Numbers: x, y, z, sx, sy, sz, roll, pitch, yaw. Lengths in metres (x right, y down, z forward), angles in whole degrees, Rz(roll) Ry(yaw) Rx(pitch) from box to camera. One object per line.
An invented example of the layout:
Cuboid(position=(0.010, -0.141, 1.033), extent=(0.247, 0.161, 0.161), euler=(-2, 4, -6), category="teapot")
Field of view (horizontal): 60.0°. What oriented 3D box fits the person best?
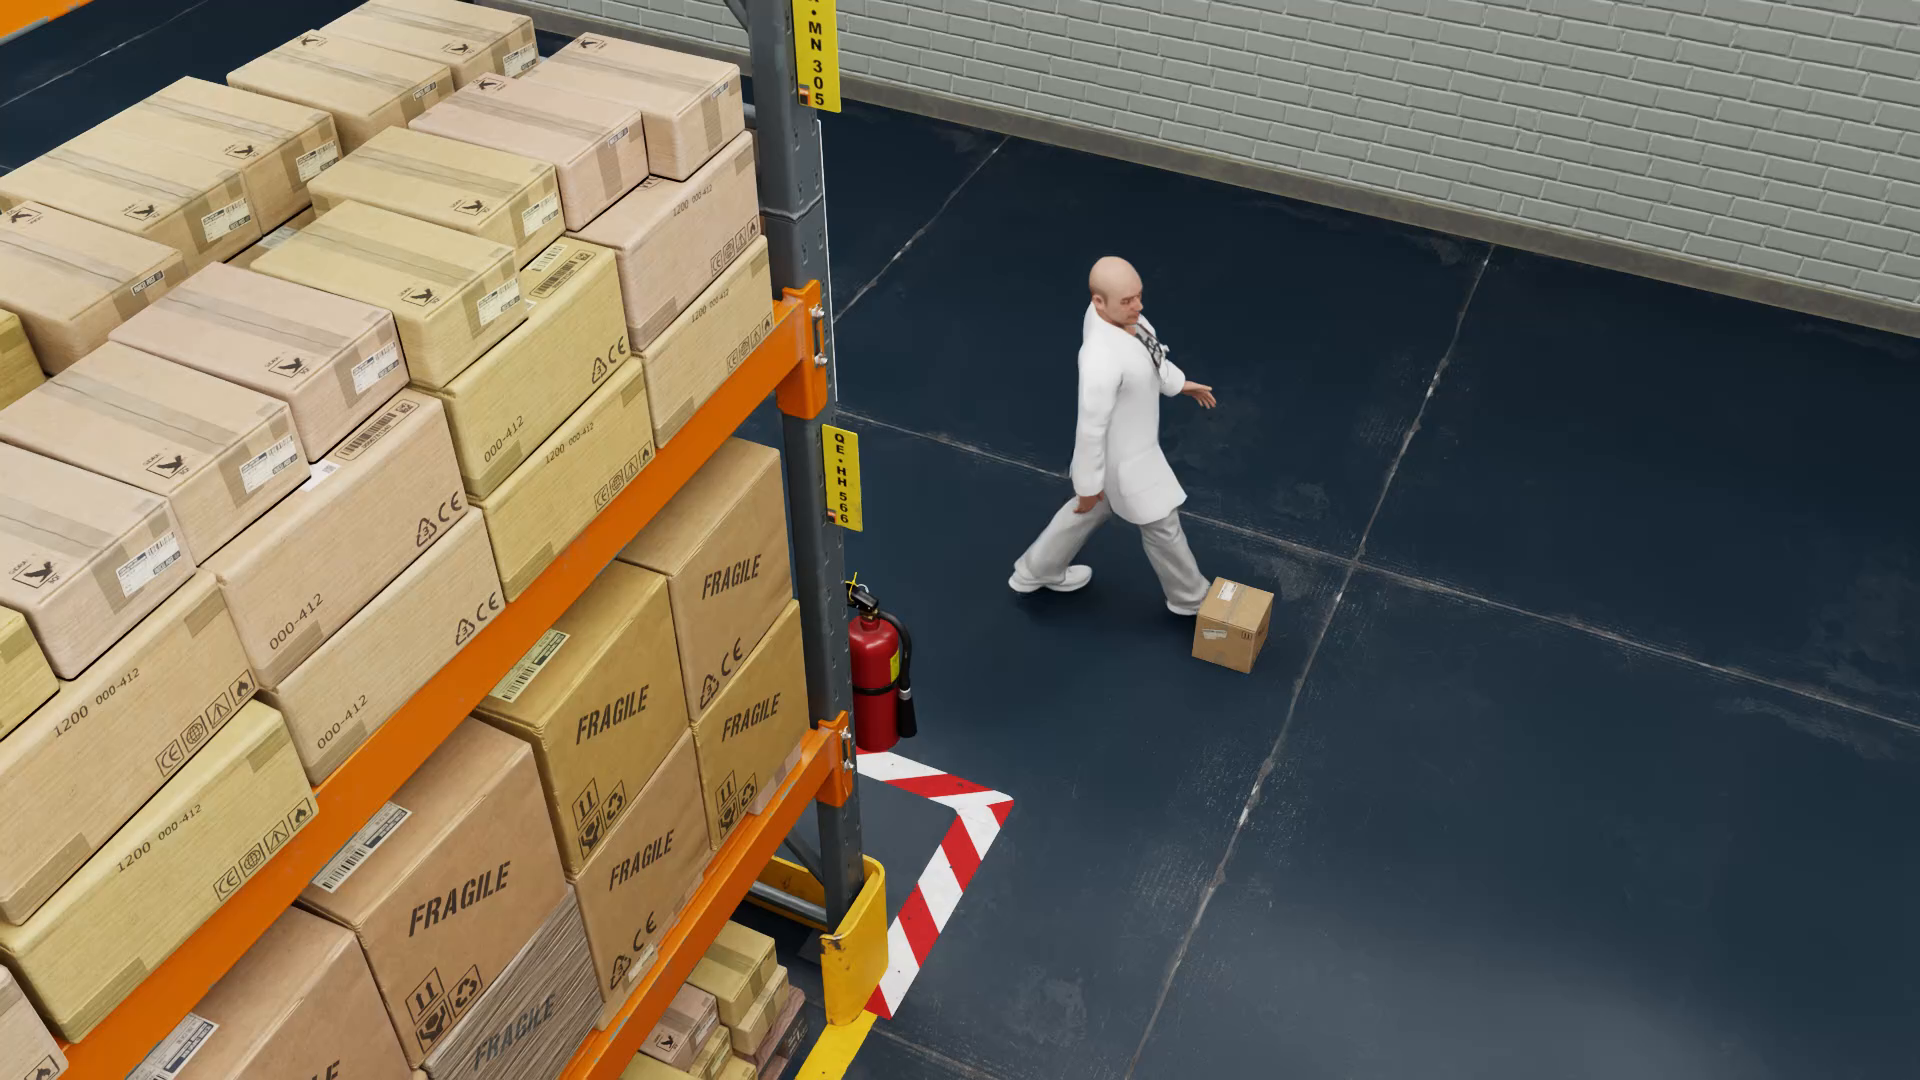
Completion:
Cuboid(position=(0.727, -0.384, 6.621), extent=(1.028, 1.729, 0.642), euler=(3, 42, 3), category="person")
